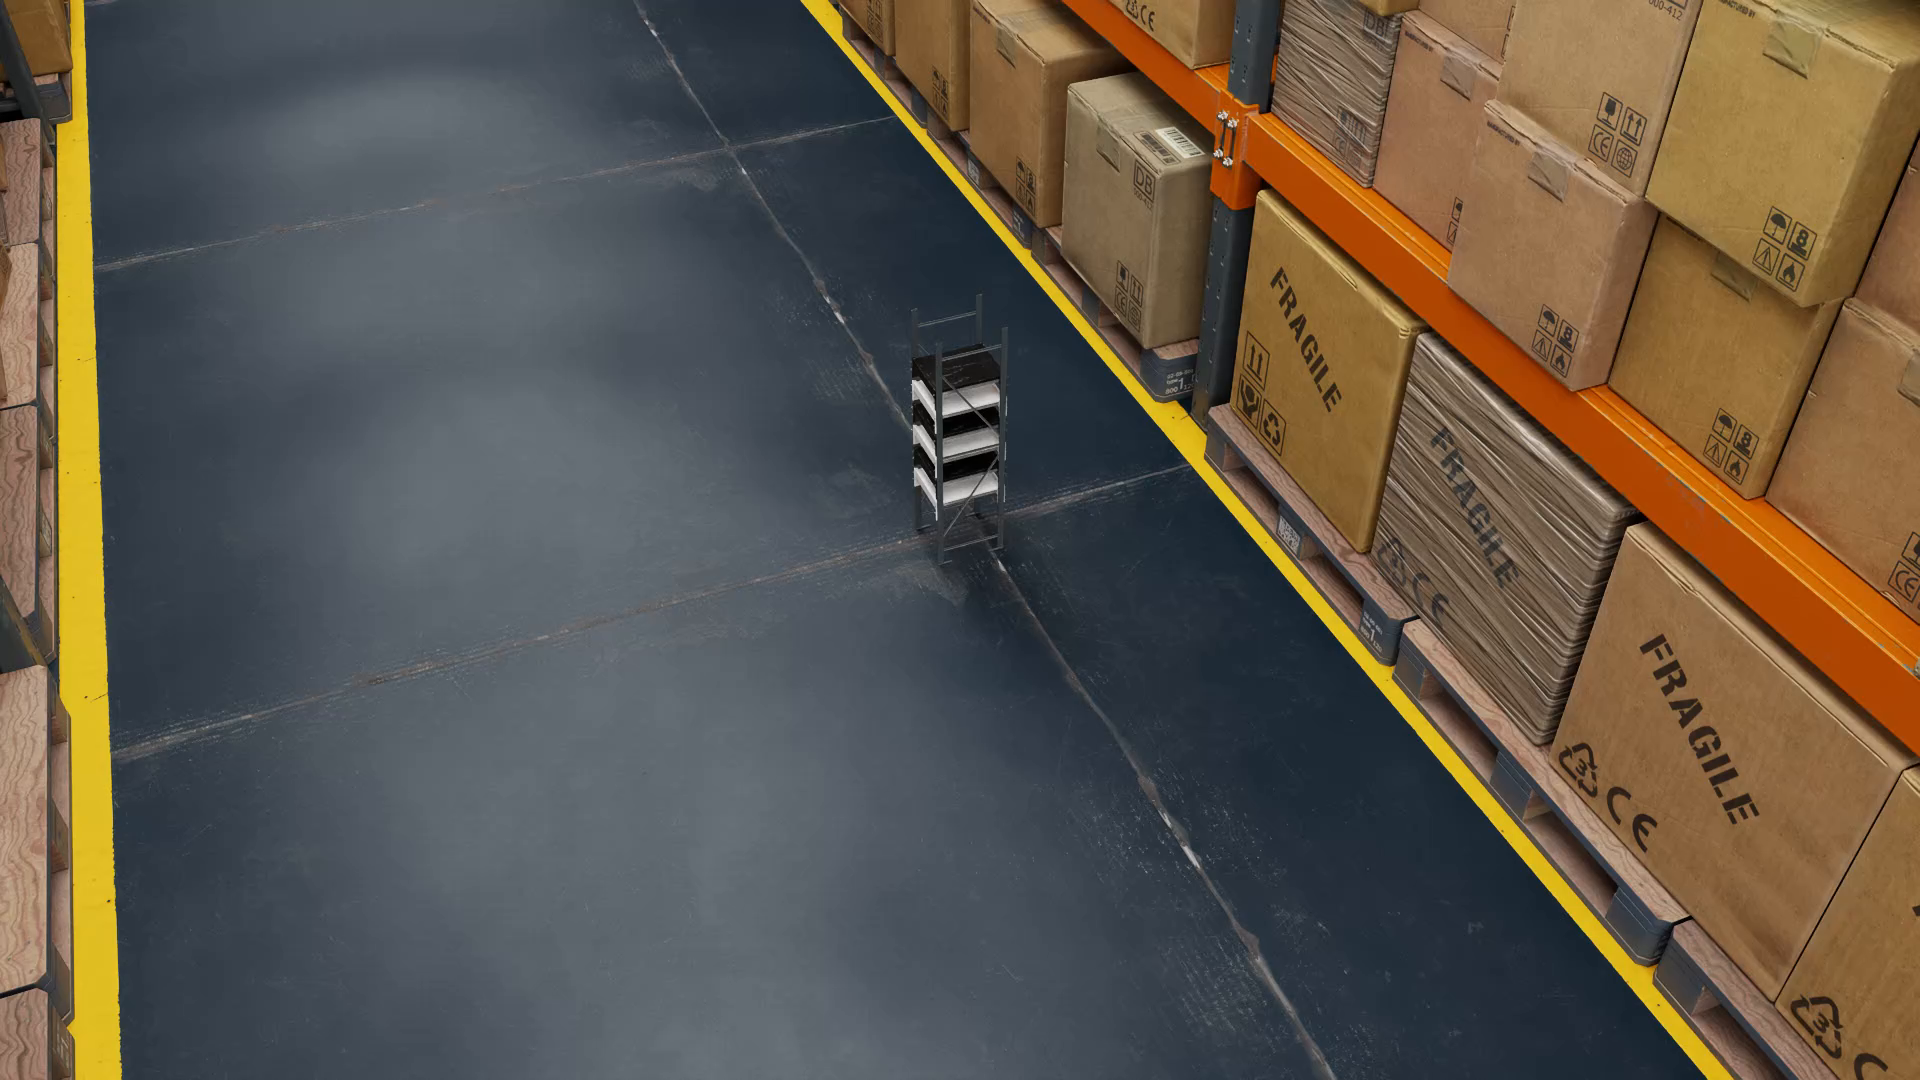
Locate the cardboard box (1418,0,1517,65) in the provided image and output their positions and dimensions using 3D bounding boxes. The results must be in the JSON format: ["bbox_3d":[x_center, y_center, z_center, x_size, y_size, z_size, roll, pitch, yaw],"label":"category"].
[{"bbox_3d":[1.781,-1.625,4.396,0.875,0.550,0.550,-15,43,-17],"label":"cardboard box"}]

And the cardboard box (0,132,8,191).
[{"bbox_3d":[-4.523,-1.746,7.059,0.700,0.500,0.500,-17,44,-19],"label":"cardboard box"}]

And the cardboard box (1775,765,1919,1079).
[{"bbox_3d":[2.564,0.972,3.627,0.875,0.875,0.875,-15,43,-17],"label":"cardboard box"}]

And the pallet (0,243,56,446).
[{"bbox_3d":[-4.037,-0.663,6.359,1.003,0.211,1.213,-15,43,-17],"label":"pallet"}]

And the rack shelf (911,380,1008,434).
[{"bbox_3d":[-0.003,-0.457,5.367,0.258,0.077,0.200,-15,43,-17],"label":"rack shelf"}]

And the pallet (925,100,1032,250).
[{"bbox_3d":[0.519,-1.817,7.701,1.003,0.211,1.213,-15,43,-17],"label":"pallet"}]

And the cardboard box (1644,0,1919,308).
[{"bbox_3d":[2.071,-0.949,3.609,0.875,0.550,0.500,-15,43,-17],"label":"cardboard box"}]

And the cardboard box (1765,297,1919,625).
[{"bbox_3d":[2.372,-0.246,3.621,0.875,0.550,0.550,-15,43,-17],"label":"cardboard box"}]

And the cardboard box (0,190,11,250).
[{"bbox_3d":[-4.299,-1.415,6.674,0.700,0.500,0.500,-19,44,-20],"label":"cardboard box"}]

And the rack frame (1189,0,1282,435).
[{"bbox_3d":[1.354,-1.692,5.417,1.000,3.000,0.127,-15,43,-17],"label":"rack frame"}]

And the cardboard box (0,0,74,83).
[{"bbox_3d":[-5.042,-2.700,7.897,1.225,0.875,0.875,-17,44,-19],"label":"cardboard box"}]

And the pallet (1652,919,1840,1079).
[{"bbox_3d":[2.506,1.313,4.062,1.003,0.211,1.213,-15,43,-17],"label":"pallet"}]

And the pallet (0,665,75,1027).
[{"bbox_3d":[-2.977,0.937,4.498,1.003,0.211,1.213,-15,43,-17],"label":"pallet"}]

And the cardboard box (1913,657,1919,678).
[{"bbox_3d":[2.470,0.122,3.192,0.875,0.550,0.550,-15,43,-17],"label":"cardboard box"}]

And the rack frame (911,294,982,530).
[{"bbox_3d":[-0.042,-0.407,5.534,0.240,0.900,0.006,-15,43,-17],"label":"rack frame"}]

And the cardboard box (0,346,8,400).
[{"bbox_3d":[-3.862,-0.739,5.888,0.700,0.500,0.500,-19,44,-20],"label":"cardboard box"}]

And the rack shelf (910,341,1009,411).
[{"bbox_3d":[-0.003,-0.526,5.308,0.258,0.077,0.200,-15,43,-17],"label":"rack shelf"}]

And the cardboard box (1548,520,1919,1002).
[{"bbox_3d":[2.226,0.442,4.243,0.875,0.875,0.875,-16,43,-18],"label":"cardboard box"}]

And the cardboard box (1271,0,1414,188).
[{"bbox_3d":[1.506,-1.530,5.113,0.875,0.550,0.550,-15,43,-17],"label":"cardboard box"}]

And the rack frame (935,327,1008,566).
[{"bbox_3d":[0.036,-0.285,5.391,0.240,0.900,0.006,-15,43,-17],"label":"rack frame"}]

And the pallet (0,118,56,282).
[{"bbox_3d":[-4.500,-1.397,7.213,1.003,0.211,1.213,-15,43,-17],"label":"pallet"}]

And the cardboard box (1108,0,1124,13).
[{"bbox_3d":[0.714,-2.282,6.027,0.500,0.500,0.500,-16,43,-17],"label":"cardboard box"}]

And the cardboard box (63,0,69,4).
[{"bbox_3d":[-5.376,-3.239,8.523,1.225,0.875,0.875,-15,43,-17],"label":"cardboard box"}]

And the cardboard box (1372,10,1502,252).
[{"bbox_3d":[1.738,-1.204,4.735,0.875,0.550,0.550,-15,43,-17],"label":"cardboard box"}]

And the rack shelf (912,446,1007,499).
[{"bbox_3d":[-0.003,-0.253,5.543,0.258,0.077,0.200,-15,43,-17],"label":"rack shelf"}]

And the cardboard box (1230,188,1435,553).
[{"bbox_3d":[1.530,-0.650,5.512,0.875,0.875,0.875,-14,43,-16],"label":"cardboard box"}]

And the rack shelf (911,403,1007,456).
[{"bbox_3d":[-0.003,-0.389,5.425,0.258,0.077,0.200,-15,43,-17],"label":"rack shelf"}]

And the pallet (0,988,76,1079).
[{"bbox_3d":[-2.507,1.673,3.642,1.003,0.211,1.213,-15,43,-17],"label":"pallet"}]

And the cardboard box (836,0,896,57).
[{"bbox_3d":[-0.026,-3.019,8.363,1.050,0.750,0.750,-16,43,-17],"label":"cardboard box"}]

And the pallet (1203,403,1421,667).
[{"bbox_3d":[1.573,-0.157,5.771,1.003,0.211,1.213,-15,43,-17],"label":"pallet"}]

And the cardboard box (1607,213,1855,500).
[{"bbox_3d":[2.131,-0.555,3.980,0.875,0.550,0.500,-15,43,-17],"label":"cardboard box"}]

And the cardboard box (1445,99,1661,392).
[{"bbox_3d":[1.836,-0.850,4.322,0.875,0.550,0.550,-15,43,-17],"label":"cardboard box"}]

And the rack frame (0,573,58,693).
[{"bbox_3d":[-3.267,-0.516,4.049,1.000,3.000,0.127,-15,43,-17],"label":"rack frame"}]

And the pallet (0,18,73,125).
[{"bbox_3d":[-5.030,-2.362,8.335,1.003,0.211,1.213,-15,43,-17],"label":"pallet"}]

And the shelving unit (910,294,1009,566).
[{"bbox_3d":[-0.003,-0.346,5.462,0.258,0.900,0.210,-15,43,-17],"label":"shelving unit"}]

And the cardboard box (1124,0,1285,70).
[{"bbox_3d":[0.908,-1.978,5.673,0.500,0.500,0.500,-15,43,-17],"label":"cardboard box"}]

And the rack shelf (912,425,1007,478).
[{"bbox_3d":[-0.003,-0.321,5.484,0.258,0.077,0.200,-15,43,-17],"label":"rack shelf"}]

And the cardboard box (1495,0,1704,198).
[{"bbox_3d":[1.861,-1.266,3.978,0.875,0.550,0.550,-15,43,-17],"label":"cardboard box"}]

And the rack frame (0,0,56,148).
[{"bbox_3d":[-4.797,-2.925,6.851,1.000,3.000,0.127,-15,43,-17],"label":"rack frame"}]

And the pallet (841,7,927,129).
[{"bbox_3d":[0.056,-2.551,8.554,1.003,0.211,1.213,-15,43,-17],"label":"pallet"}]

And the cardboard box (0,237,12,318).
[{"bbox_3d":[-4.075,-1.075,6.279,0.700,0.500,0.500,-12,42,-13],"label":"cardboard box"}]

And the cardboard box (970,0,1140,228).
[{"bbox_3d":[0.668,-1.932,7.099,1.050,0.750,0.750,-15,43,-17],"label":"cardboard box"}]

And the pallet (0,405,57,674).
[{"bbox_3d":[-3.566,0.073,5.503,1.003,0.211,1.213,-15,43,-17],"label":"pallet"}]

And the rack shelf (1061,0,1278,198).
[{"bbox_3d":[0.589,-2.624,7.053,1.077,0.370,4.000,-15,43,-17],"label":"rack shelf"}]

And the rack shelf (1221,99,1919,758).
[{"bbox_3d":[2.119,-0.215,4.251,1.077,0.370,4.000,-15,43,-17],"label":"rack shelf"}]

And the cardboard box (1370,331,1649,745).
[{"bbox_3d":[1.879,-0.107,4.882,0.875,0.875,0.875,-15,43,-17],"label":"cardboard box"}]

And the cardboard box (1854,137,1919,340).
[{"bbox_3d":[2.394,-0.662,3.276,0.875,0.550,0.550,-15,43,-17],"label":"cardboard box"}]

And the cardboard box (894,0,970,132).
[{"bbox_3d":[0.311,-2.493,7.752,1.050,0.750,0.750,-14,43,-16],"label":"cardboard box"}]

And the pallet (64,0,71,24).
[{"bbox_3d":[-5.492,-3.096,9.188,1.003,0.211,1.213,-15,43,-17],"label":"pallet"}]

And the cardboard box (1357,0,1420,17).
[{"bbox_3d":[1.464,-1.928,4.748,0.875,0.550,0.550,-15,43,-17],"label":"cardboard box"}]

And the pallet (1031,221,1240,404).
[{"bbox_3d":[0.989,-1.081,6.845,1.003,0.211,1.213,-15,43,-17],"label":"pallet"}]

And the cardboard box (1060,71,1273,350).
[{"bbox_3d":[1.034,-1.350,6.423,1.050,0.750,0.750,-15,43,-17],"label":"cardboard box"}]

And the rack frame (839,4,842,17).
[{"bbox_3d":[-0.176,-4.102,8.219,1.000,3.000,0.127,-15,43,-17],"label":"rack frame"}]

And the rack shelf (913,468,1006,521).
[{"bbox_3d":[-0.003,-0.184,5.601,0.258,0.077,0.200,-15,43,-17],"label":"rack shelf"}]

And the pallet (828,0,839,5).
[{"bbox_3d":[-0.474,-3.516,9.676,1.003,0.211,1.213,-15,43,-17],"label":"pallet"}]

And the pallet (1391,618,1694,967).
[{"bbox_3d":[2.044,0.579,4.915,1.003,0.211,1.213,-15,43,-17],"label":"pallet"}]
